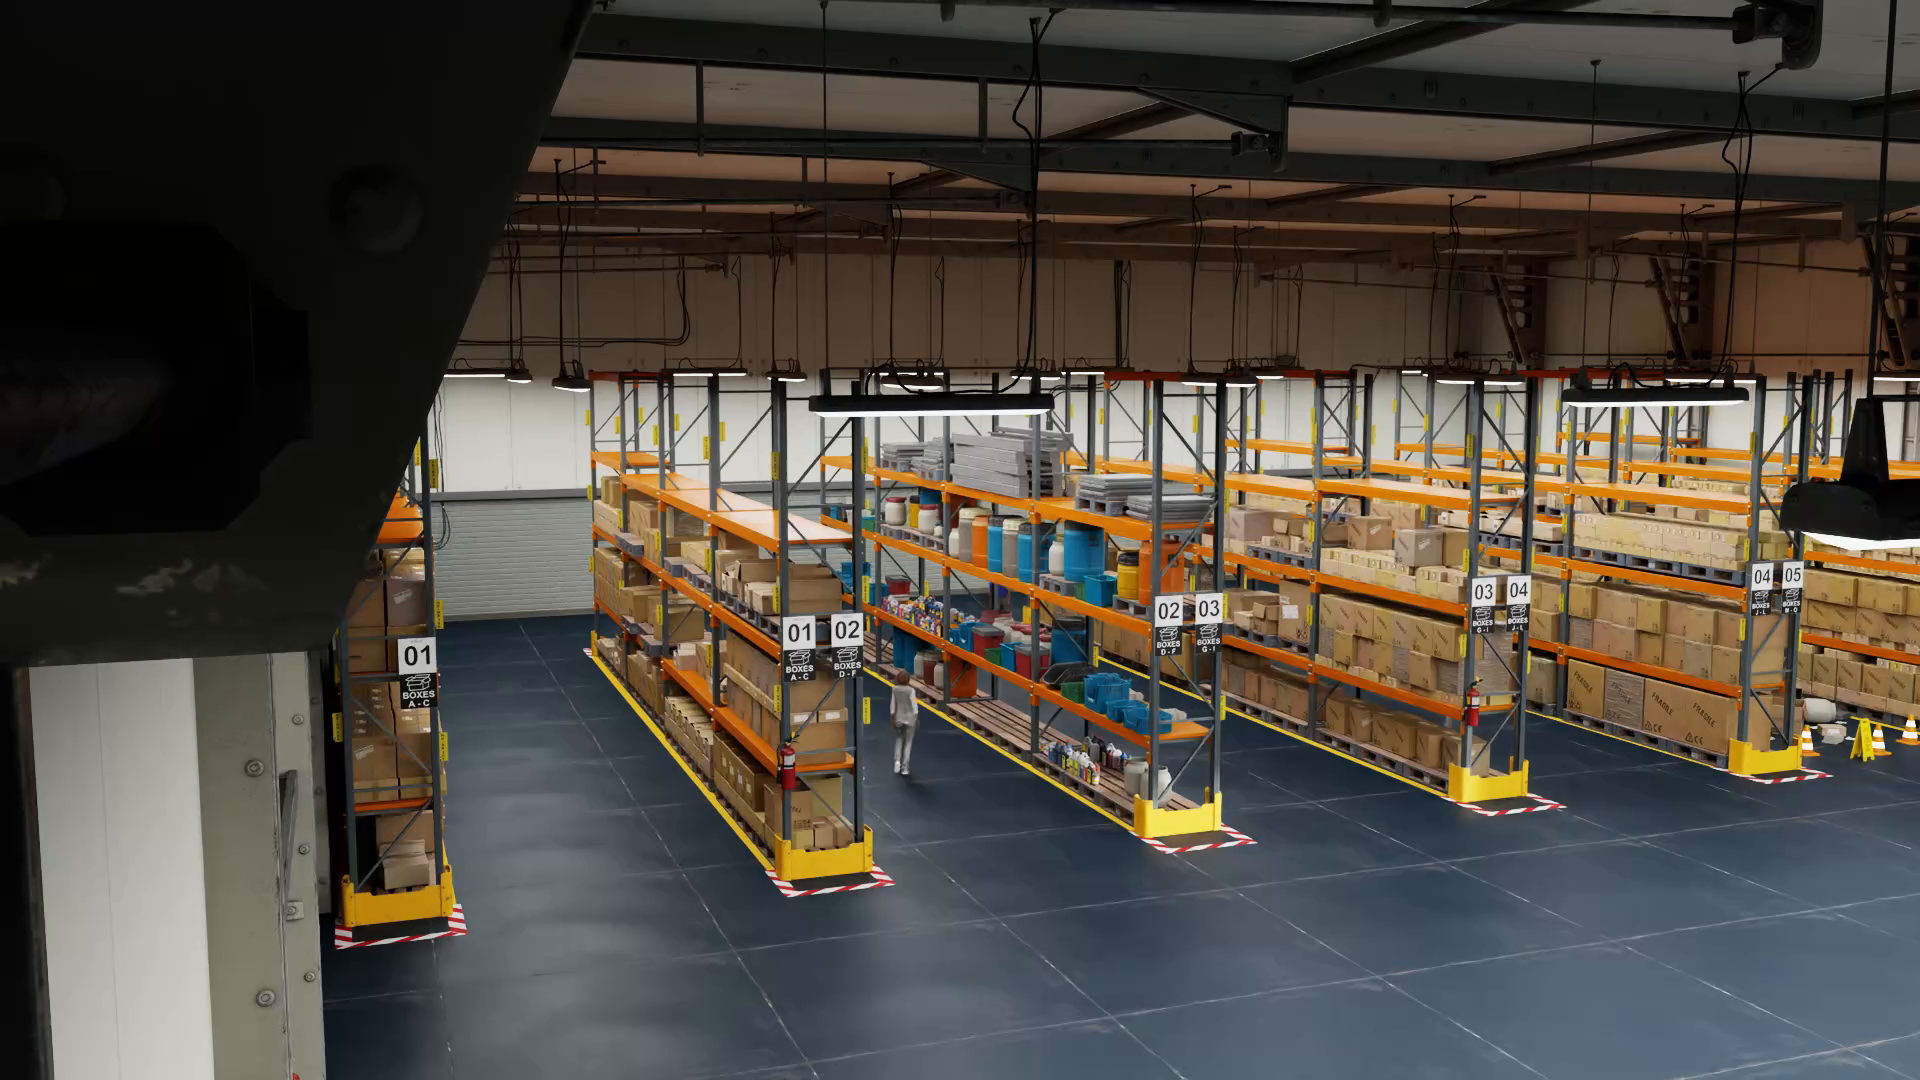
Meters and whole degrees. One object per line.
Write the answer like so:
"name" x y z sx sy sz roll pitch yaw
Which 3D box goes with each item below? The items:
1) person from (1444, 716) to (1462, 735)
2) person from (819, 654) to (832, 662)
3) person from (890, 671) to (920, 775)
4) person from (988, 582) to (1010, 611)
"person" 8.245 2.410 27.570 0.516 1.698 0.386 6 9 42
"person" -2.797 1.735 33.596 0.734 1.729 1.158 1 6 5
"person" -0.828 2.779 25.052 0.435 1.500 0.390 2 7 15
"person" 0.874 1.377 37.140 0.478 1.628 0.719 -2 7 -19
